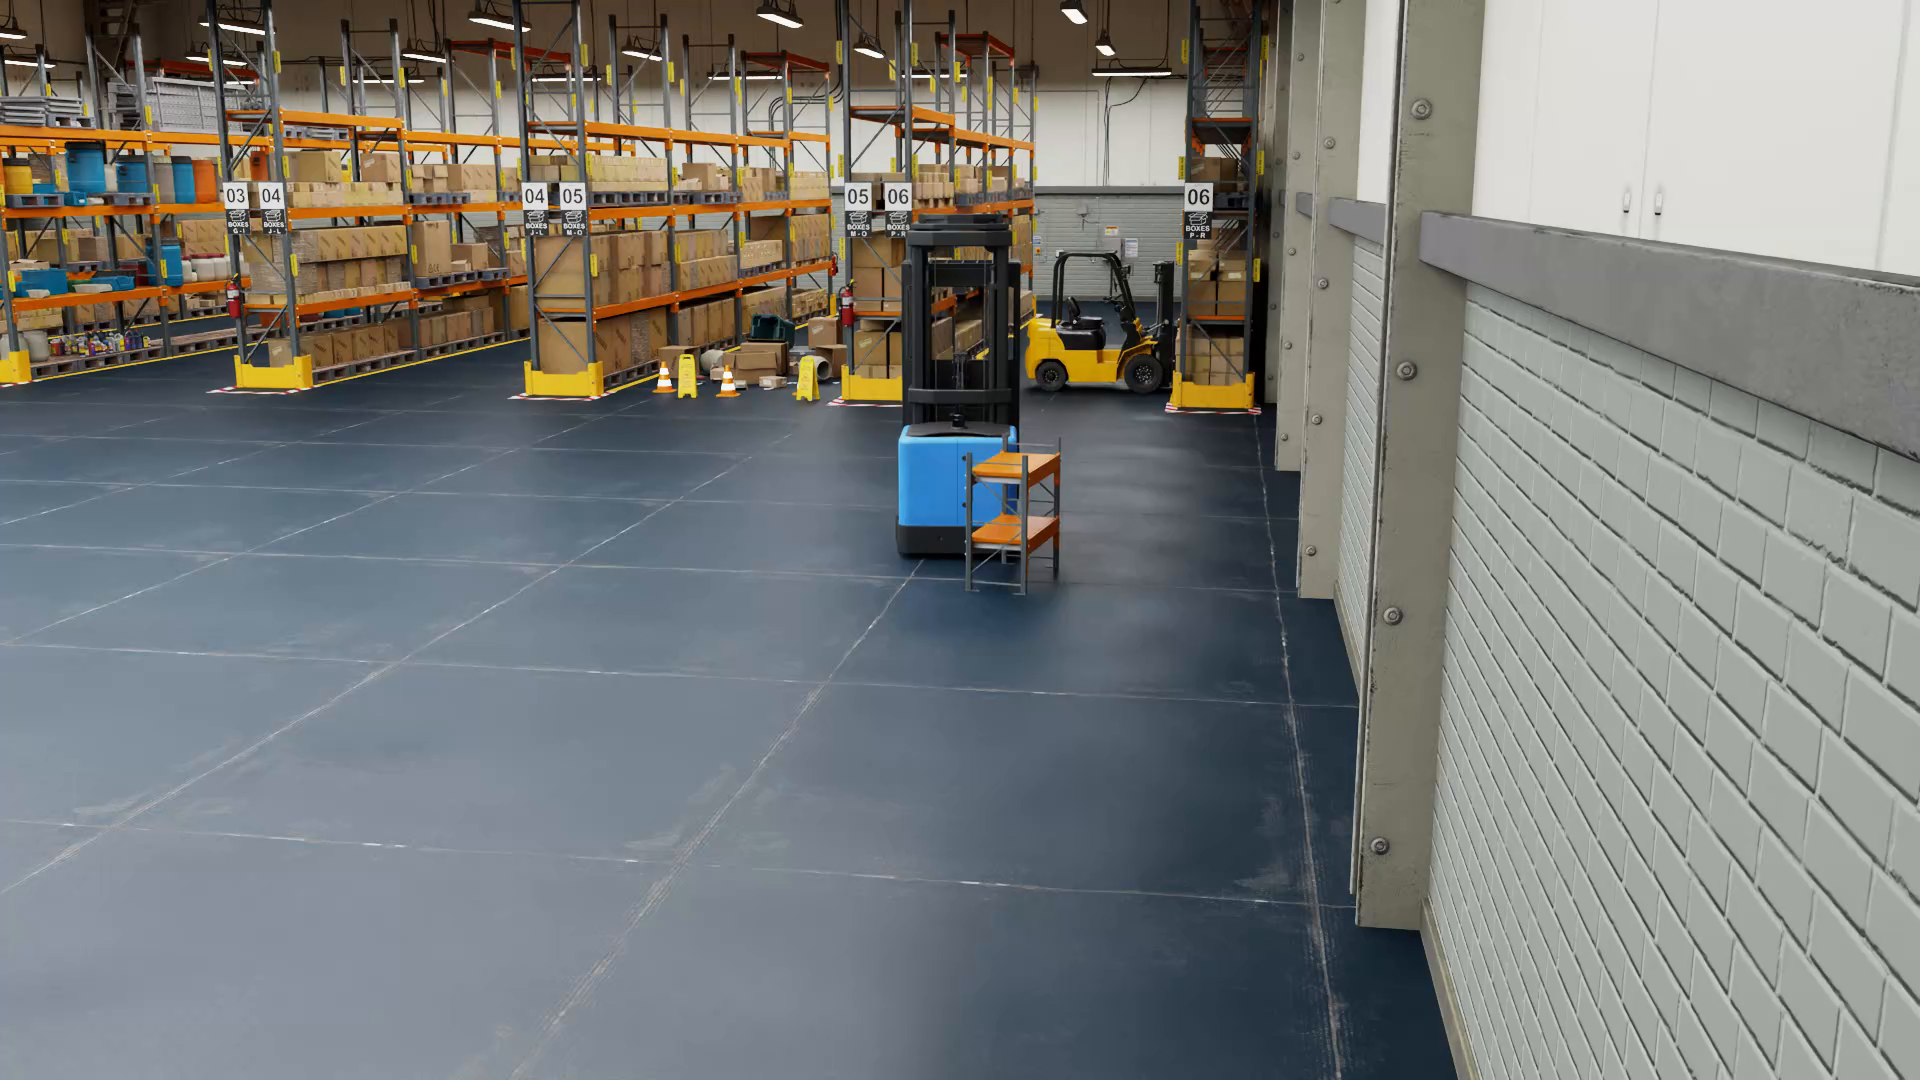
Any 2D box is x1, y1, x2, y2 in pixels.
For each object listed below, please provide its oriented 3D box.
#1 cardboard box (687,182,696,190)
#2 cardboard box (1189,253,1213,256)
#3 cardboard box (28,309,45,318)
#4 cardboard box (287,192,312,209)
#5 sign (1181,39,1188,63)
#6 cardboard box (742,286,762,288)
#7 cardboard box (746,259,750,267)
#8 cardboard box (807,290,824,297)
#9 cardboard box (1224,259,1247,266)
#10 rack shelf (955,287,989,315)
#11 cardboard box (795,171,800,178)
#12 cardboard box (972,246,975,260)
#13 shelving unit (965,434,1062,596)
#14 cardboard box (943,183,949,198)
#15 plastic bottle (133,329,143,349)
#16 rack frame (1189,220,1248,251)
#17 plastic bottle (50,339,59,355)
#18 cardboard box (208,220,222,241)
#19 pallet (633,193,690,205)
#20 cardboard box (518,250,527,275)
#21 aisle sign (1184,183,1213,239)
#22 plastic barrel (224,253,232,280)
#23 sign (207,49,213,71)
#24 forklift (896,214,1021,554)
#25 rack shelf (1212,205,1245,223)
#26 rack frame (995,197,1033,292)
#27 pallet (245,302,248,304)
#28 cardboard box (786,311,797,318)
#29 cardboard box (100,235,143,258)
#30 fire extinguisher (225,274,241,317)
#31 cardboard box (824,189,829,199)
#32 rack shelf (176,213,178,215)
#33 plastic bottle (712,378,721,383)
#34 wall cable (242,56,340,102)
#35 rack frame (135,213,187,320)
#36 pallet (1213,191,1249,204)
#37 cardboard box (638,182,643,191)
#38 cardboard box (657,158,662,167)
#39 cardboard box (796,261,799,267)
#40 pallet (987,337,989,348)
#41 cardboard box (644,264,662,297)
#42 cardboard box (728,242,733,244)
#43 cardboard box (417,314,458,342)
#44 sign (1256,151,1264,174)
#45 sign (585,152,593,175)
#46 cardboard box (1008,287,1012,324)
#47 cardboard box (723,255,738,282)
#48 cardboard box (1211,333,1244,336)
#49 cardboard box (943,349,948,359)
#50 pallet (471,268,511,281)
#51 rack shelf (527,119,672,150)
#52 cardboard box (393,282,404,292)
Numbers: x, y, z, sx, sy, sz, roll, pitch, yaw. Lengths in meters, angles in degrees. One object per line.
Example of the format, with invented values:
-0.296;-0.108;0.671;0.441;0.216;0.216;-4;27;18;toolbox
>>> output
-5.021;-6.443;30.268;0.380;0.149;0.250;2;12;9;cardboard box
3.841;-4.501;26.533;0.380;0.149;0.250;2;12;8;cardboard box
-19.462;-4.808;34.638;0.500;0.311;0.500;2;12;8;cardboard box
-10.664;-5.396;26.403;0.500;0.250;0.500;2;12;10;cardboard box
3.170;-6.878;23.401;0.100;0.325;0.005;2;12;9;sign
-4.637;-5.432;36.491;0.500;0.250;0.500;1;12;6;cardboard box
-4.527;-5.676;34.065;0.380;0.149;0.250;3;12;11;cardboard box
-3.488;-5.935;40.029;0.380;0.149;0.250;2;12;7;cardboard box
4.069;-4.057;24.474;0.380;0.149;0.250;2;12;11;cardboard box
-0.279;-4.487;30.659;1.077;0.370;4.000;2;12;9;rack shelf
-3.836;-8.274;37.628;0.380;0.149;0.250;2;12;7;cardboard box
0.004;-5.224;30.432;0.500;0.500;0.500;1;12;6;cardboard box
0.445;-0.229;13.641;0.538;1.125;1.048;4;13;17;shelving unit
-0.465;-5.755;27.364;0.500;0.250;0.500;2;12;8;cardboard box
-15.087;-3.681;30.453;0.144;0.351;0.185;2;12;7;plastic bottle
4.319;-4.262;27.908;1.000;3.000;0.127;2;12;9;rack frame
-15.973;-3.403;29.342;0.152;0.276;0.135;2;12;9;plastic bottle
-18.427;-7.572;40.653;0.500;0.500;0.500;2;12;7;cardboard box
-5.401;-6.127;29.895;0.805;0.209;1.217;1;12;6;pallet
-9.343;-5.825;34.921;0.500;0.500;0.500;2;12;7;cardboard box
3.403;-4.696;23.751;0.394;0.787;0.004;2;12;9;aisle sign
-14.669;-5.483;33.305;0.421;0.512;0.421;0;12;0;plastic barrel
-11.539;-7.400;25.633;0.100;0.325;0.005;2;12;9;sign
0.015;-1.565;15.556;1.130;2.935;3.031;0;12;1;forklift
4.626;-5.793;29.600;1.077;0.370;4.000;2;12;9;rack shelf
1.259;-6.920;40.242;1.000;3.000;0.127;2;12;9;rack frame
-18.454;-6.018;42.675;1.003;0.211;1.213;2;12;9;pallet
-3.889;-5.104;37.584;0.380;0.149;0.250;1;12;6;cardboard box
-19.273;-6.748;38.209;0.700;0.500;0.500;4;13;18;cardboard box
-11.467;-3.864;26.244;0.296;0.674;0.183;2;12;9;fire extinguisher
-3.456;-8.350;40.109;0.500;0.250;0.500;2;12;7;cardboard box
-18.628;-8.262;41.053;1.077;0.370;4.000;2;12;9;rack shelf
-3.987;-2.614;27.235;0.133;0.061;0.283;-2;12;-11;plastic bottle
-19.320;-12.685;48.132;3.097;2.526;0.112;2;12;9;wall cable
-18.936;-6.731;39.361;1.000;3.000;0.127;2;12;9;rack frame
4.213;-5.507;26.774;1.003;0.211;1.213;2;12;9;pallet
-5.427;-5.808;27.323;0.380;0.149;0.250;2;12;8;cardboard box
-5.273;-6.410;28.224;0.380;0.149;0.250;2;12;8;cardboard box
-3.893;-6.322;38.063;0.380;0.149;0.250;1;12;6;cardboard box
0.225;-4.054;33.559;1.003;0.211;1.213;2;12;9;pallet
-5.600;-4.443;28.389;0.875;0.550;0.550;2;12;9;cardboard box
-5.014;-6.208;35.123;0.380;0.149;0.250;2;12;10;cardboard box
-10.085;-4.079;31.946;0.700;0.500;0.500;1;12;4;cardboard box
4.251;-5.343;23.539;0.100;0.325;0.005;2;12;9;sign
-5.561;-5.642;24.928;0.100;0.325;0.005;2;12;9;sign
0.628;-5.123;35.947;0.875;0.875;0.875;2;12;10;cardboard box
-4.682;-5.341;32.675;0.500;0.500;0.500;2;12;9;cardboard box
4.038;-2.978;25.104;0.500;0.250;0.500;2;12;9;cardboard box
-0.484;-3.041;27.769;0.500;0.250;0.500;2;12;7;cardboard box
-9.768;-5.331;33.320;1.213;0.211;1.003;2;12;9;pallet
-5.801;-6.531;26.852;1.077;0.370;4.000;2;12;9;rack shelf
-10.169;-4.515;29.675;0.380;0.149;0.250;2;12;9;cardboard box
